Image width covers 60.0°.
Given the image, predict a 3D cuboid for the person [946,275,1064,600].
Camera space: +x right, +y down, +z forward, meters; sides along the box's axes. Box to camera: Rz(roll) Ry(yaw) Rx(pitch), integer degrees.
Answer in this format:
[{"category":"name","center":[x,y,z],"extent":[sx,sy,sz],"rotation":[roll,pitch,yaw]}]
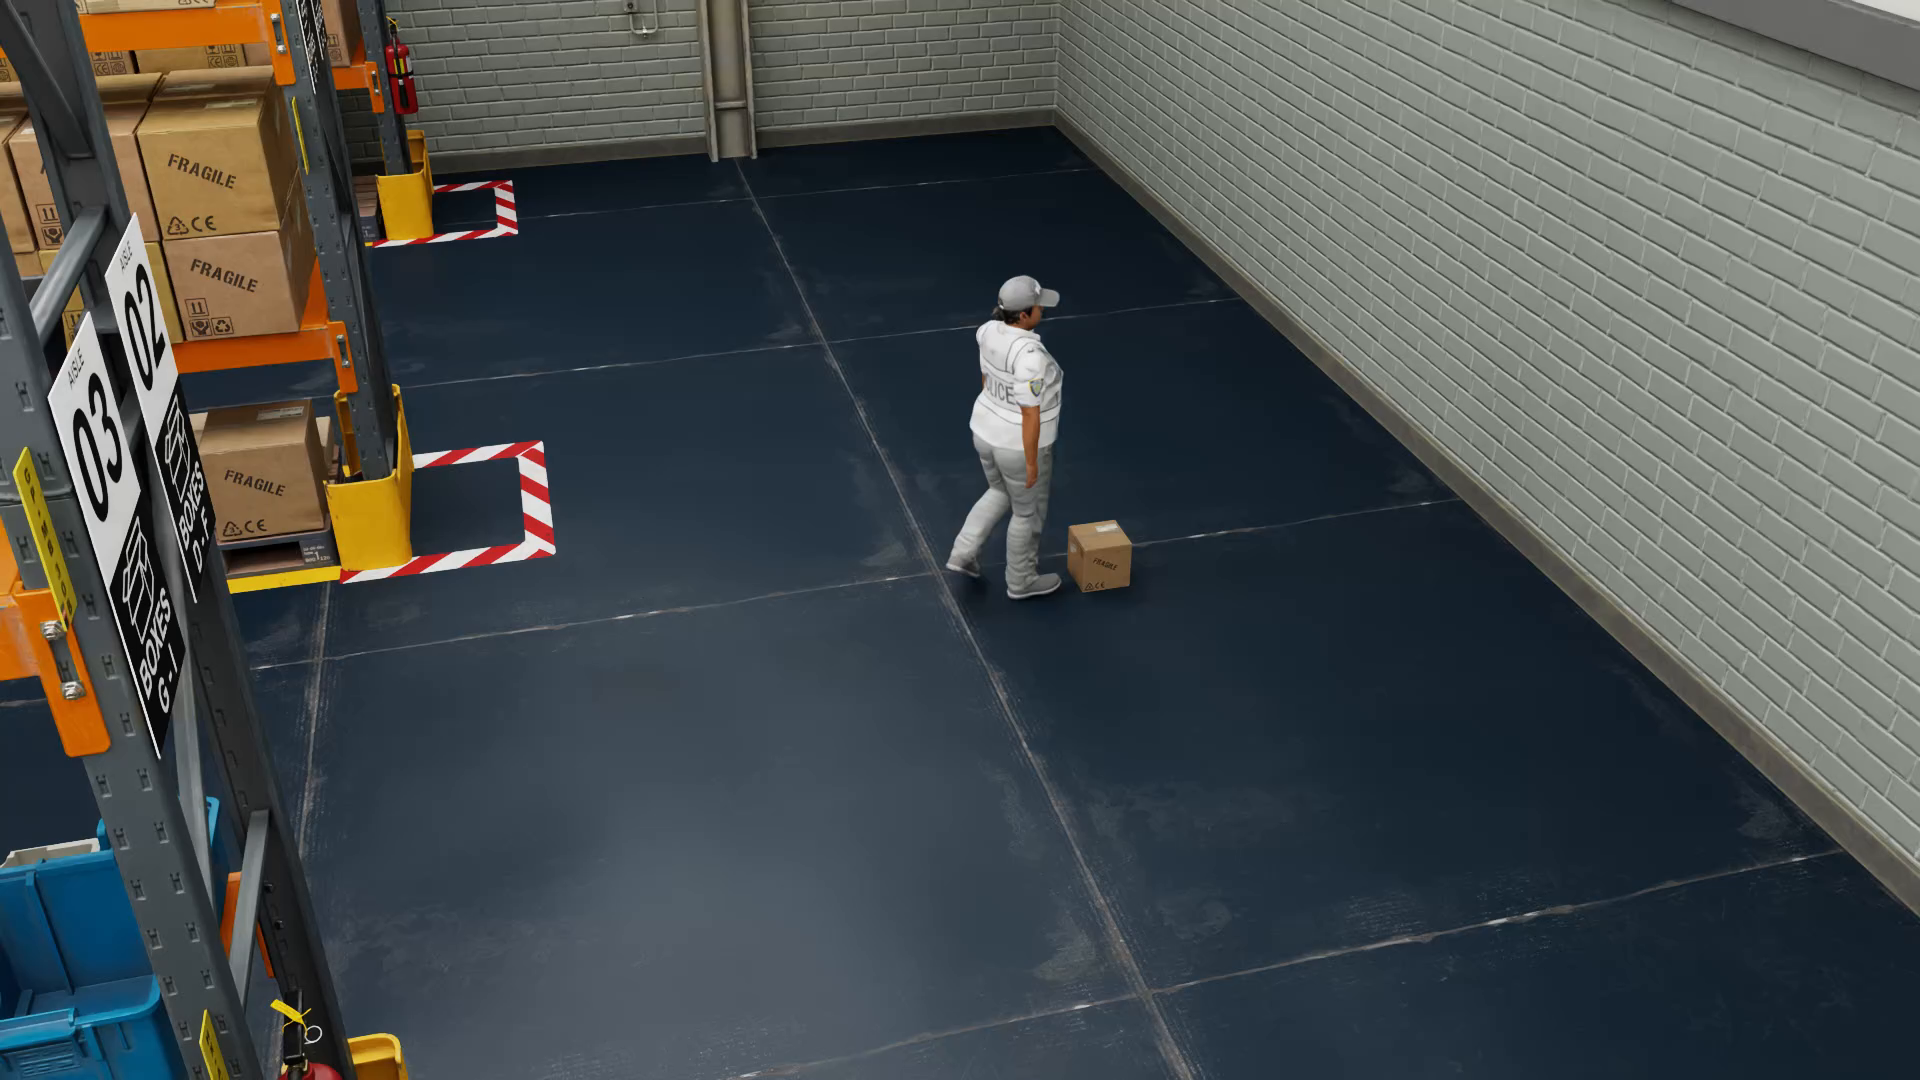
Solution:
[{"category":"person","center":[0.228,-0.463,7.892],"extent":[0.549,1.662,0.492],"rotation":[-17,35,-27]}]
